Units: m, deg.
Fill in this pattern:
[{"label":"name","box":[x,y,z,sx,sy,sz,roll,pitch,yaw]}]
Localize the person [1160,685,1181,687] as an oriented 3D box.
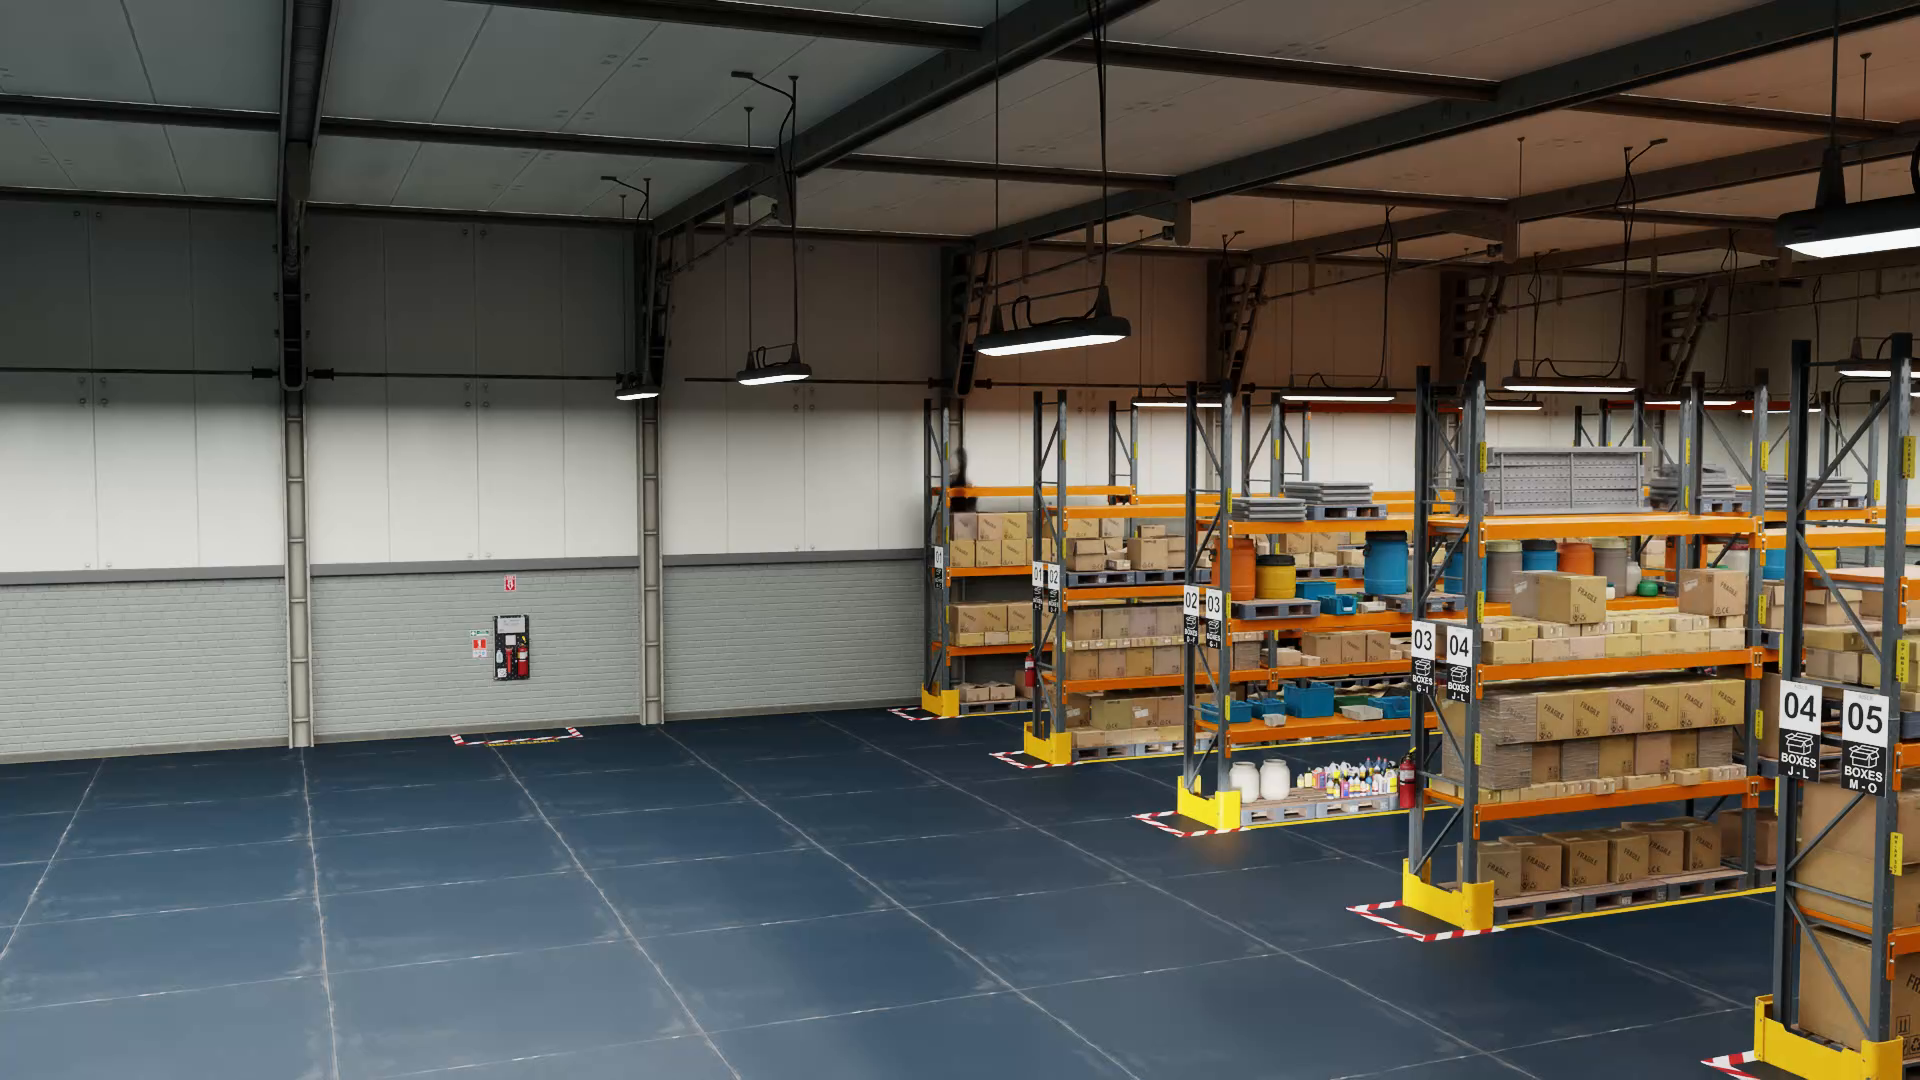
[{"label":"person","box":[3.936,2.519,30.443,0.720,1.748,0.616,-3,4,-38]}]
